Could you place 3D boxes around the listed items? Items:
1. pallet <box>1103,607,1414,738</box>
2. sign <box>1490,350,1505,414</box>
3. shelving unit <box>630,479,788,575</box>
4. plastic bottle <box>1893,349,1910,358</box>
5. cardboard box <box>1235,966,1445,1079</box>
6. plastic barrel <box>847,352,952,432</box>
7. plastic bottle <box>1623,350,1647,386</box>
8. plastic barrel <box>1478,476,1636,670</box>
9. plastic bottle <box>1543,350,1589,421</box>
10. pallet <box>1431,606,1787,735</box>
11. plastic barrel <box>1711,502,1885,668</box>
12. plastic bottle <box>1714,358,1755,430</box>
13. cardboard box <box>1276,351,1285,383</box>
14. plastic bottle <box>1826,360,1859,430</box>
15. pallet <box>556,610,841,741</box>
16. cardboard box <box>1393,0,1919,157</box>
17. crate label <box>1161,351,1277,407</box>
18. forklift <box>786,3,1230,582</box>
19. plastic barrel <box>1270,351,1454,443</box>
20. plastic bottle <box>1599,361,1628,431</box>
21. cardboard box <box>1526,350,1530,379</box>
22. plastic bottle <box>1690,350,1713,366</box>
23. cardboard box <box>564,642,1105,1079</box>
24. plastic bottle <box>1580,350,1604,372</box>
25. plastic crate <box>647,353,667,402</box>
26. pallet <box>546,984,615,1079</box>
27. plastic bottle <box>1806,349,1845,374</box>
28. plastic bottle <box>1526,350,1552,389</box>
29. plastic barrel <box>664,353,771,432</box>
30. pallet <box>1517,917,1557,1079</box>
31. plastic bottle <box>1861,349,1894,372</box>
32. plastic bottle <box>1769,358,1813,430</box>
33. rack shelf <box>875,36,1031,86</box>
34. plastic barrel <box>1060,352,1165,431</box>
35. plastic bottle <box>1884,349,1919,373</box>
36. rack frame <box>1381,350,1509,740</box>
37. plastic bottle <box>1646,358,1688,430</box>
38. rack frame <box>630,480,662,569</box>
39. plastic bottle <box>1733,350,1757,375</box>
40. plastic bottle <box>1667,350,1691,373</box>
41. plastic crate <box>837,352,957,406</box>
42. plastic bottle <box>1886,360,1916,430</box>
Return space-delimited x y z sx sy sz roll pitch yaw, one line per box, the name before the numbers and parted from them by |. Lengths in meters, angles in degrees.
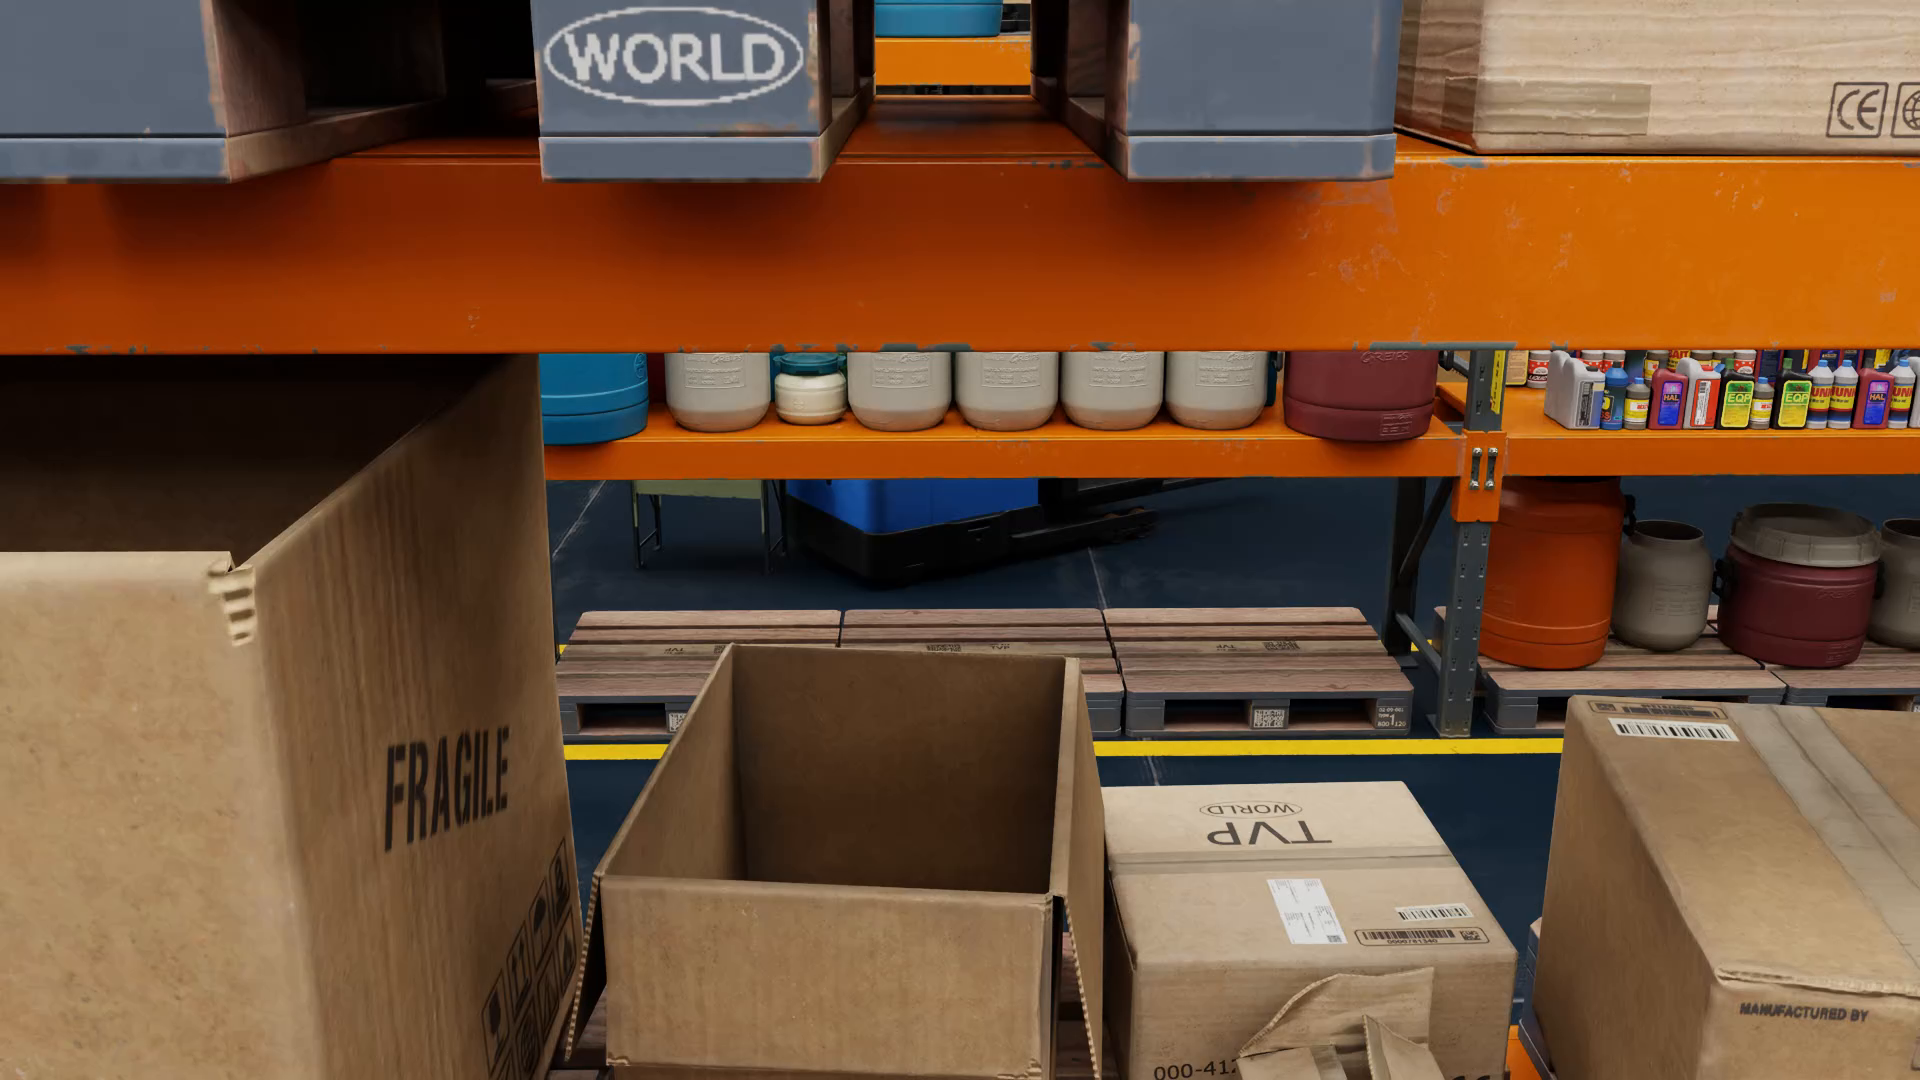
pallet | 1.287 0.572 7.418 1.213 0.211 1.003 0 18 -1
sign | 2.078 -0.657 6.418 0.005 0.325 0.100 0 18 -1
shelving unit | -1.369 -0.603 8.969 0.755 1.500 0.431 3 18 8
plastic bottle | 4.126 -0.777 7.269 0.097 0.271 0.097 0 18 0
cardboard box | 0.477 0.720 1.925 0.258 0.266 0.396 -1 18 -2
plastic barrel | -0.244 -0.734 6.702 0.433 0.535 0.433 0 18 0
plastic bottle | 3.001 -0.815 7.389 0.097 0.271 0.097 0 18 0
plastic barrel | 2.551 0.078 7.258 0.708 0.830 0.600 0 18 -1
plastic bottle | 2.497 -0.638 6.829 0.135 0.276 0.152 0 18 -1
pallet | 2.850 0.564 7.444 1.213 0.211 1.003 0 18 -1
plastic barrel | 3.680 0.188 7.311 0.708 0.588 0.600 0 18 -1
plastic bottle | 3.097 -0.584 6.649 0.133 0.283 0.061 0 18 -1
cardboard box | 2.447 -1.194 11.732 0.500 0.500 0.500 0 18 1
plastic bottle | 3.540 -0.586 6.675 0.097 0.271 0.097 0 18 0
pallet | -1.153 0.584 7.381 1.213 0.211 1.003 0 18 -1
cardboard box | 0.671 -0.506 1.550 0.500 0.250 0.500 0 18 1
crate label | 1.064 -0.842 7.204 0.616 0.435 0.502 0 18 -1
forklift | 0.527 -1.501 9.429 3.031 2.935 1.130 -11 21 -32
plastic barrel | 1.603 -0.717 6.651 0.708 0.536 0.600 0 18 -1
plastic bottle | 2.616 -0.582 6.661 0.097 0.271 0.097 0 18 0
cardboard box | 3.994 -1.204 11.761 0.500 0.500 0.500 -1 18 -3
plastic bottle | 3.293 -0.783 7.404 0.097 0.201 0.097 0 18 0
cardboard box | -0.127 0.499 2.225 0.637 0.503 0.797 2 18 5
plastic bottle | 2.806 -0.781 7.397 0.097 0.201 0.097 0 18 0
plastic crate | -1.458 -0.854 7.195 0.583 0.464 0.402 0 18 -1
pallet | -1.093 0.917 2.093 1.213 0.211 1.003 0 18 -1
plastic bottle | 3.790 -0.786 7.280 0.133 0.283 0.061 0 18 -1
plastic bottle | 2.575 -0.780 7.394 0.097 0.201 0.097 0 18 0
plastic barrel | -0.977 -0.730 6.691 0.433 0.535 0.433 0 18 0
pallet | 1.429 0.893 2.168 1.003 0.211 1.213 0 18 -1
plastic bottle | 4.081 -0.851 7.371 0.185 0.351 0.144 0 18 -1
plastic bottle | 3.328 -0.585 6.652 0.133 0.283 0.061 0 18 -1
rack shelf | 0.062 -1.824 6.588 4.000 0.370 1.077 0 18 -1
plastic barrel | 0.616 -0.728 6.725 0.421 0.512 0.421 0 18 0
plastic bottle | 3.909 -0.679 6.835 0.185 0.351 0.144 0 18 -1
rack frame | 2.062 -0.747 6.967 0.127 3.000 1.000 0 18 -1
plastic bottle | 2.829 -0.583 6.645 0.133 0.283 0.061 0 18 -1
rack frame | -1.731 -0.619 9.021 0.023 1.500 0.400 3 18 8
plastic bottle | 3.488 -0.784 7.407 0.097 0.201 0.097 0 18 0
plastic bottle | 3.196 -0.816 7.392 0.097 0.271 0.097 0 18 0
plastic crate | -0.201 -0.722 7.234 0.662 0.188 0.450 0 18 -1
plastic bottle | 3.771 -0.587 6.678 0.097 0.271 0.097 0 18 0
